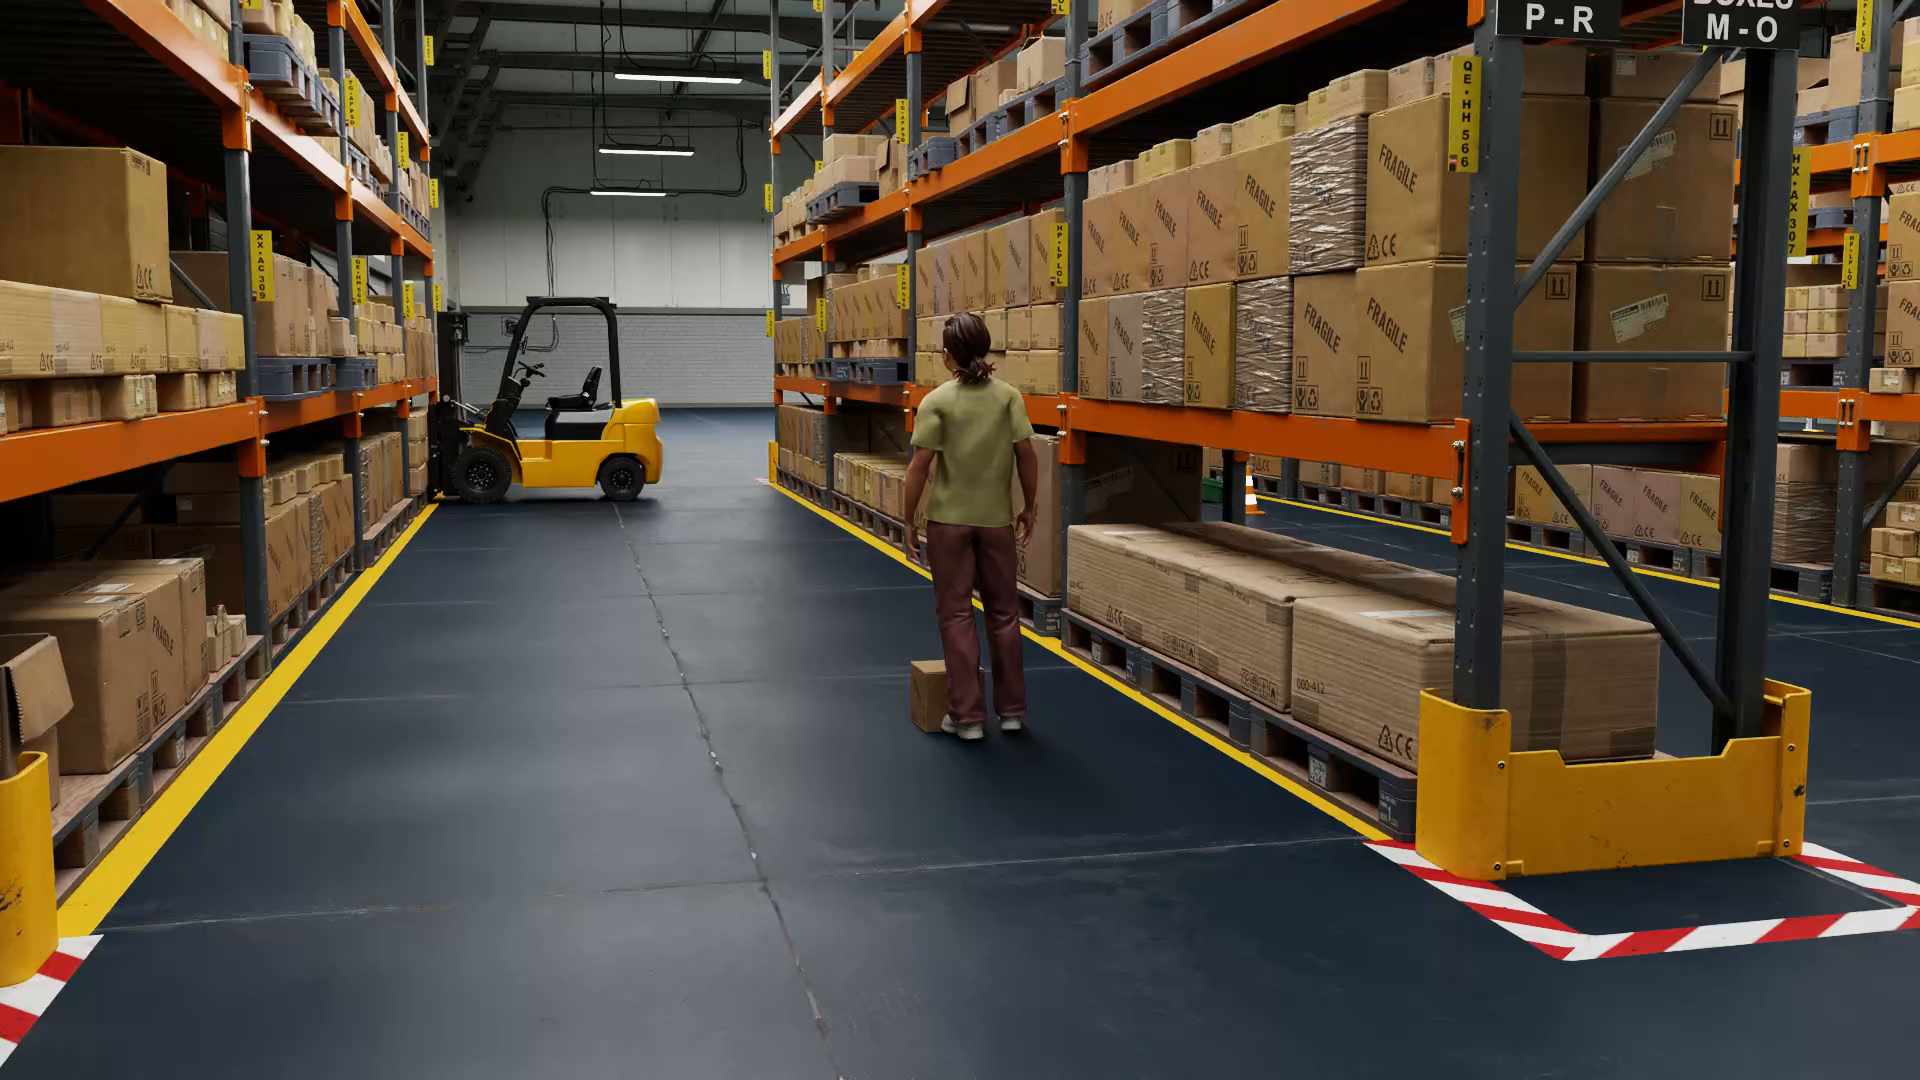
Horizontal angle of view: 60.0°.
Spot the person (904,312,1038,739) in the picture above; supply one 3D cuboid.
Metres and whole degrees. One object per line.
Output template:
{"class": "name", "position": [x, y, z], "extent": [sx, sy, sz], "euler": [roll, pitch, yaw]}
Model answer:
{"class": "person", "position": [0.030, -0.055, 6.568], "extent": [0.554, 1.673, 0.547], "euler": [-2, 6, -14]}
